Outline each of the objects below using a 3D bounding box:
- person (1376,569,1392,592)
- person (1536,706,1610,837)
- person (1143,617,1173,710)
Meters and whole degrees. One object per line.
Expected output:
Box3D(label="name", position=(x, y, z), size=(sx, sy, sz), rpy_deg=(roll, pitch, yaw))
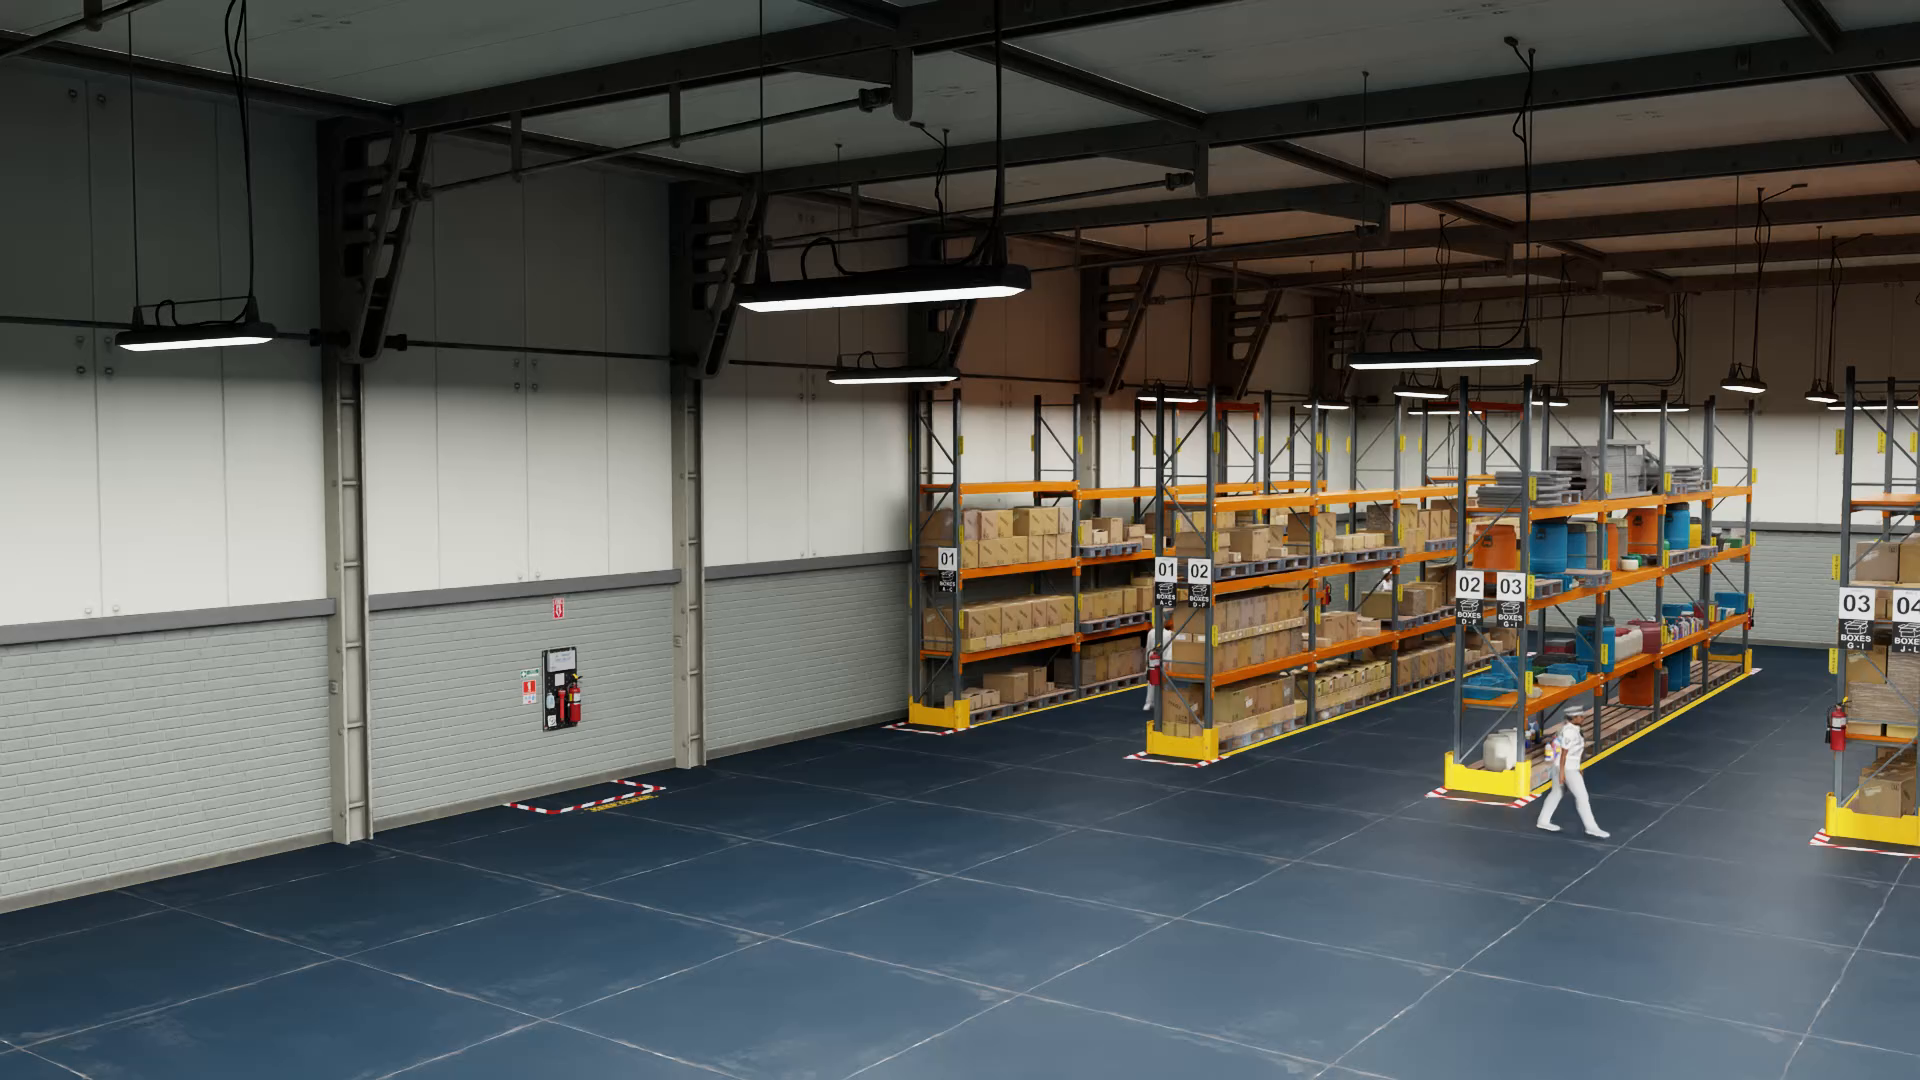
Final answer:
Box3D(label="person", position=(11.039, 1.635, 43.188), size=(0.614, 1.786, 0.507), rpy_deg=(-2, 4, -35))
Box3D(label="person", position=(7.887, 2.942, 21.390), size=(0.859, 1.630, 0.507), rpy_deg=(1, 3, 13))
Box3D(label="person", position=(3.774, 2.315, 31.535), size=(0.589, 1.718, 1.140), rpy_deg=(1, 3, 20))
